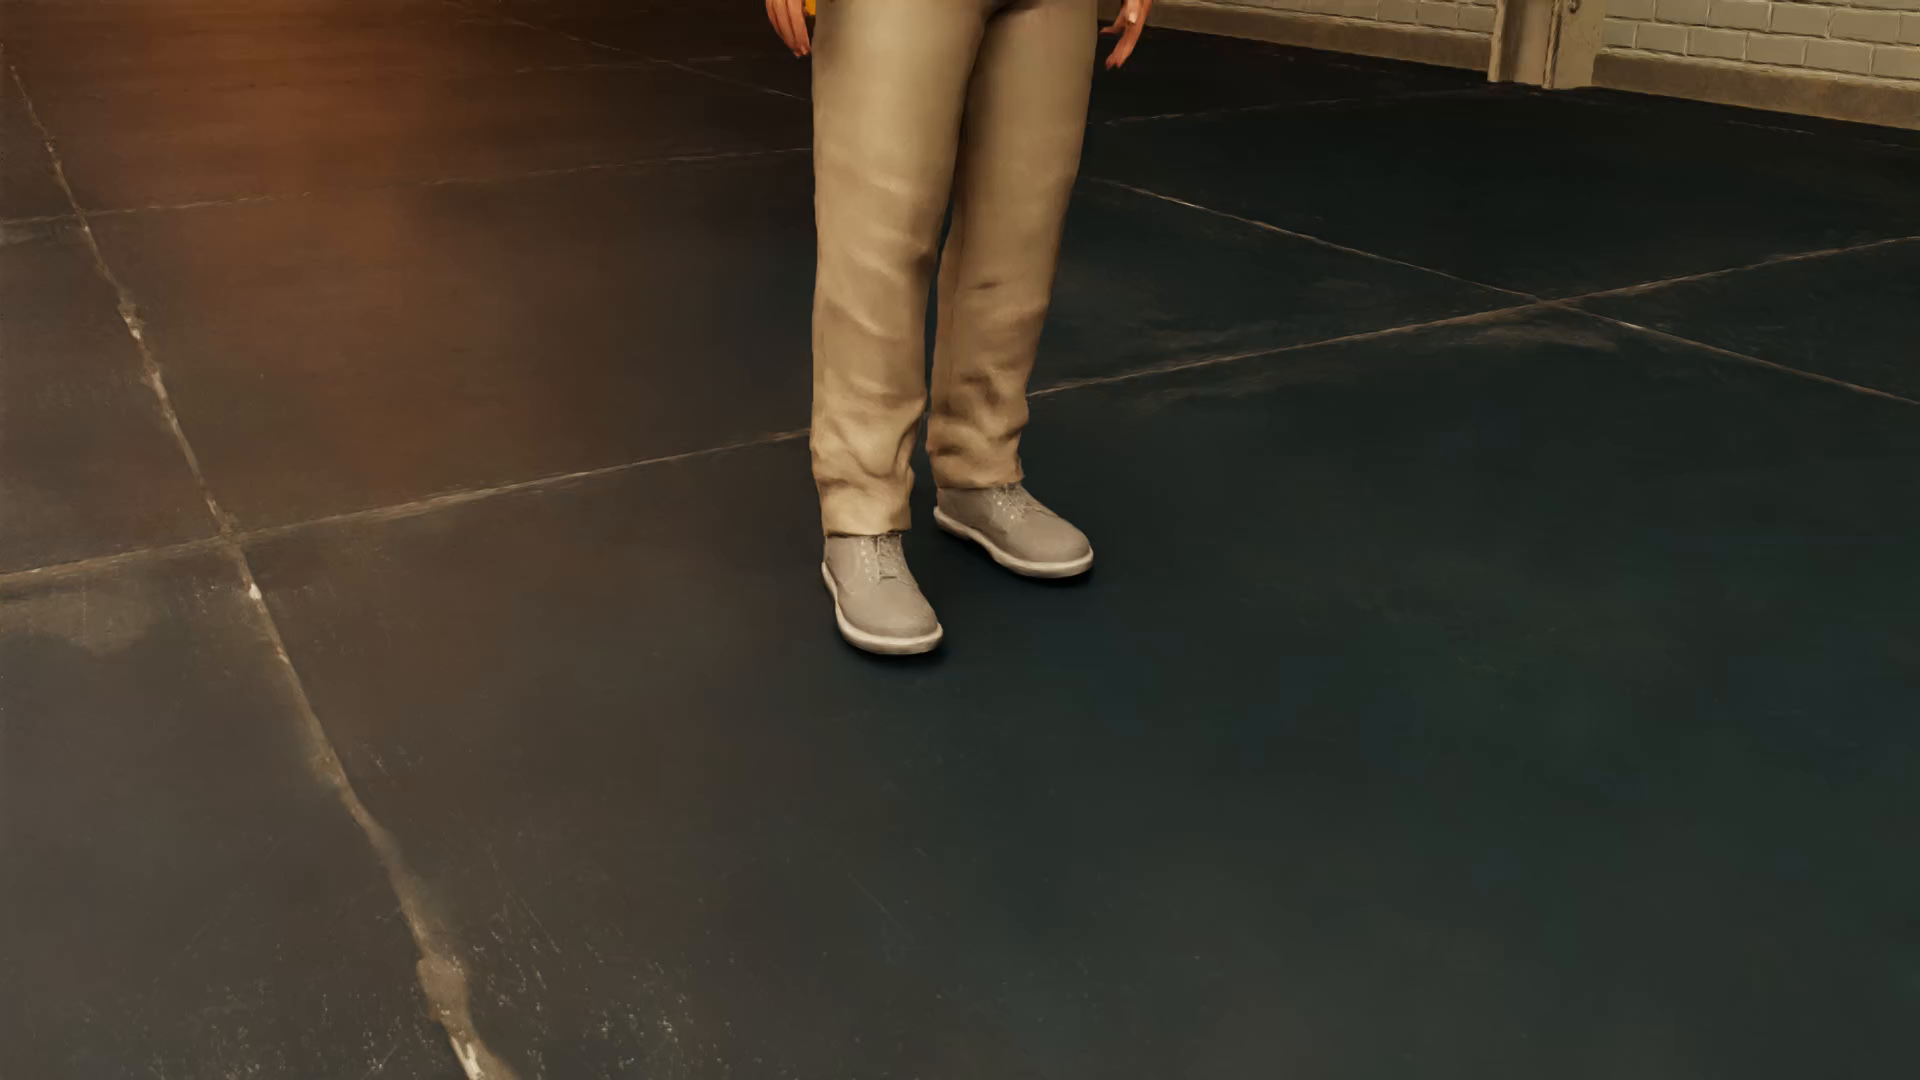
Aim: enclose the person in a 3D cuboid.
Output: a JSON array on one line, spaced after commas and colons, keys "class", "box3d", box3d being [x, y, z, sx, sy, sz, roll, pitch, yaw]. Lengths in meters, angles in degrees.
[{"class": "person", "box3d": [0.035, -0.775, 2.226, 0.640, 1.726, 0.550, -12, 25, -28]}]
